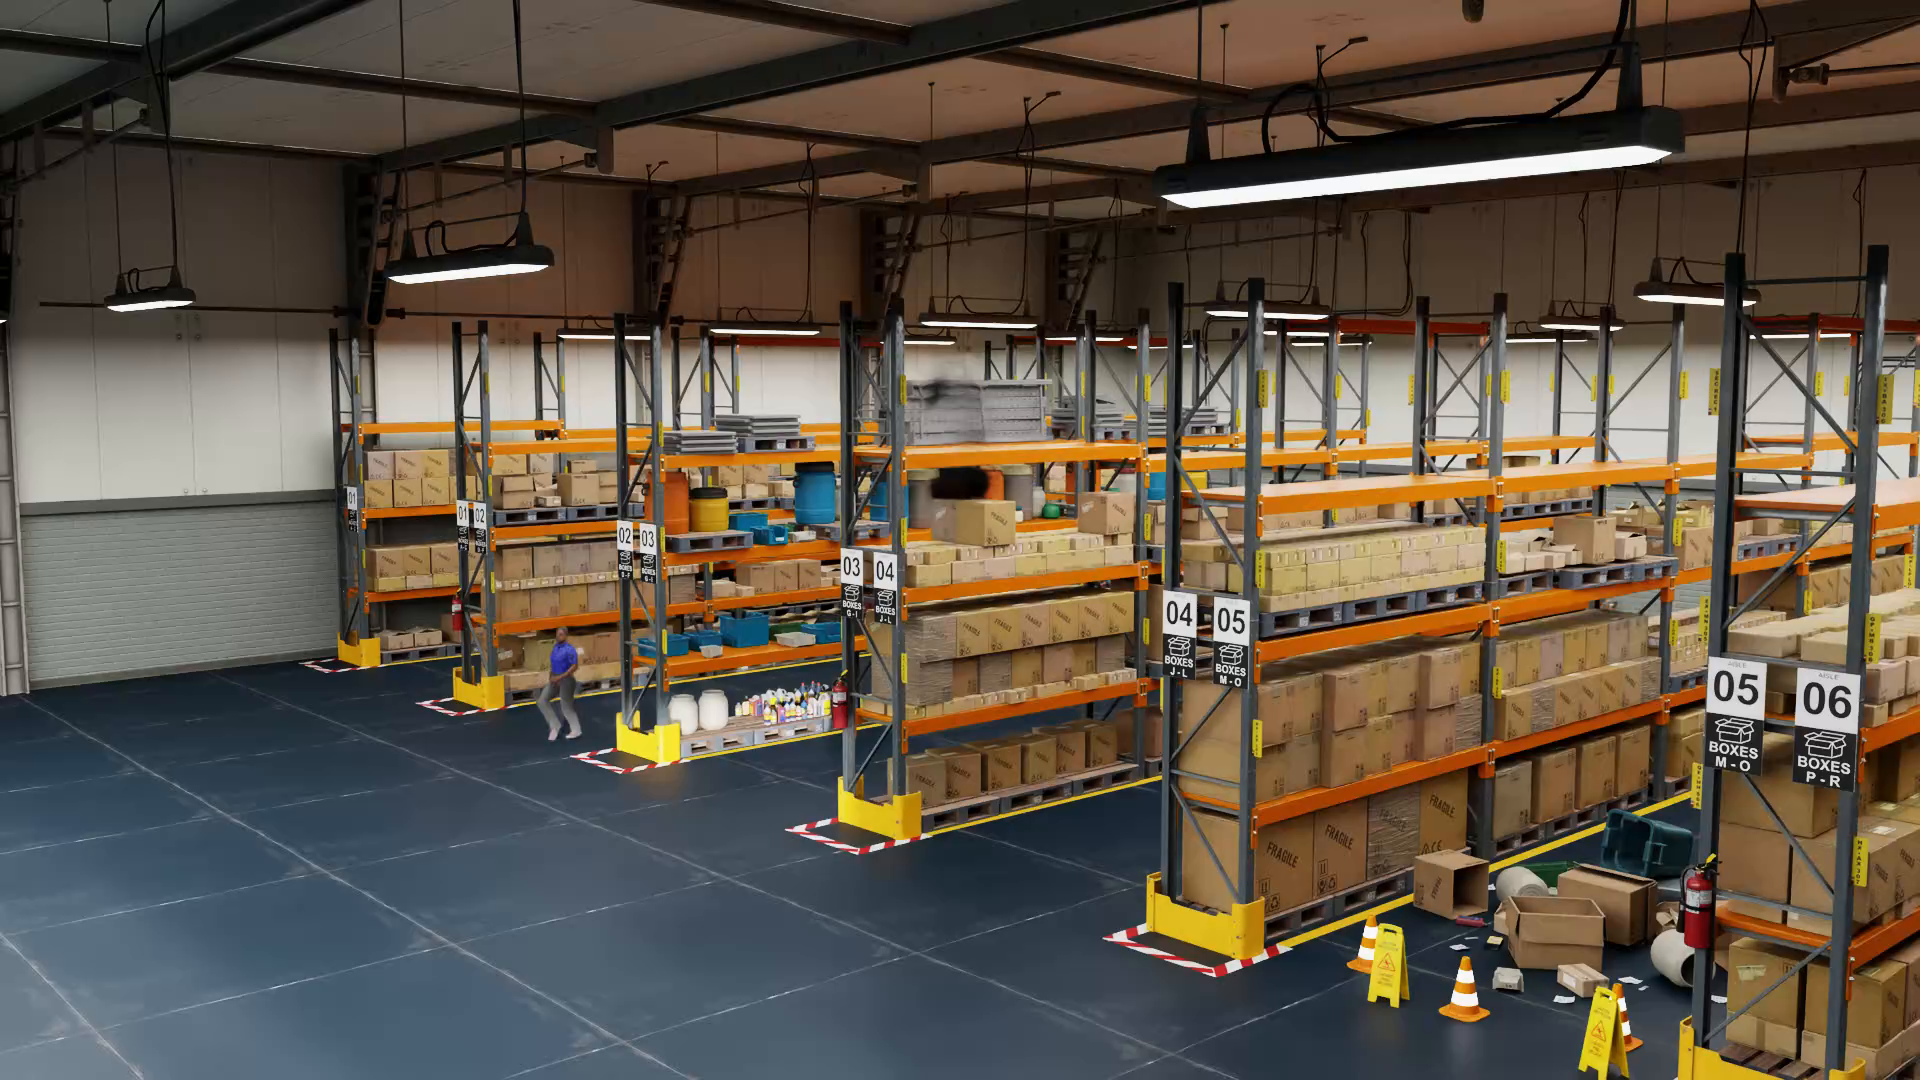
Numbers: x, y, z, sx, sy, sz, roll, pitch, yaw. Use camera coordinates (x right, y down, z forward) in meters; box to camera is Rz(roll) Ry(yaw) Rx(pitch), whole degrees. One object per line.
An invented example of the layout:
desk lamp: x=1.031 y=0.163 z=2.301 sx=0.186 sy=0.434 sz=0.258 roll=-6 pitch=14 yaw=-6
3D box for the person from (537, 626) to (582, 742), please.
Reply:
person: x=-5.641 y=2.041 z=23.525 sx=0.590 sy=1.635 sz=0.637 roll=4 pitch=7 yaw=37

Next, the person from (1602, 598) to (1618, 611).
person: x=10.471 y=1.728 z=26.716 sx=0.659 sy=1.634 sz=0.603 roll=-5 pitch=8 yaw=-43
